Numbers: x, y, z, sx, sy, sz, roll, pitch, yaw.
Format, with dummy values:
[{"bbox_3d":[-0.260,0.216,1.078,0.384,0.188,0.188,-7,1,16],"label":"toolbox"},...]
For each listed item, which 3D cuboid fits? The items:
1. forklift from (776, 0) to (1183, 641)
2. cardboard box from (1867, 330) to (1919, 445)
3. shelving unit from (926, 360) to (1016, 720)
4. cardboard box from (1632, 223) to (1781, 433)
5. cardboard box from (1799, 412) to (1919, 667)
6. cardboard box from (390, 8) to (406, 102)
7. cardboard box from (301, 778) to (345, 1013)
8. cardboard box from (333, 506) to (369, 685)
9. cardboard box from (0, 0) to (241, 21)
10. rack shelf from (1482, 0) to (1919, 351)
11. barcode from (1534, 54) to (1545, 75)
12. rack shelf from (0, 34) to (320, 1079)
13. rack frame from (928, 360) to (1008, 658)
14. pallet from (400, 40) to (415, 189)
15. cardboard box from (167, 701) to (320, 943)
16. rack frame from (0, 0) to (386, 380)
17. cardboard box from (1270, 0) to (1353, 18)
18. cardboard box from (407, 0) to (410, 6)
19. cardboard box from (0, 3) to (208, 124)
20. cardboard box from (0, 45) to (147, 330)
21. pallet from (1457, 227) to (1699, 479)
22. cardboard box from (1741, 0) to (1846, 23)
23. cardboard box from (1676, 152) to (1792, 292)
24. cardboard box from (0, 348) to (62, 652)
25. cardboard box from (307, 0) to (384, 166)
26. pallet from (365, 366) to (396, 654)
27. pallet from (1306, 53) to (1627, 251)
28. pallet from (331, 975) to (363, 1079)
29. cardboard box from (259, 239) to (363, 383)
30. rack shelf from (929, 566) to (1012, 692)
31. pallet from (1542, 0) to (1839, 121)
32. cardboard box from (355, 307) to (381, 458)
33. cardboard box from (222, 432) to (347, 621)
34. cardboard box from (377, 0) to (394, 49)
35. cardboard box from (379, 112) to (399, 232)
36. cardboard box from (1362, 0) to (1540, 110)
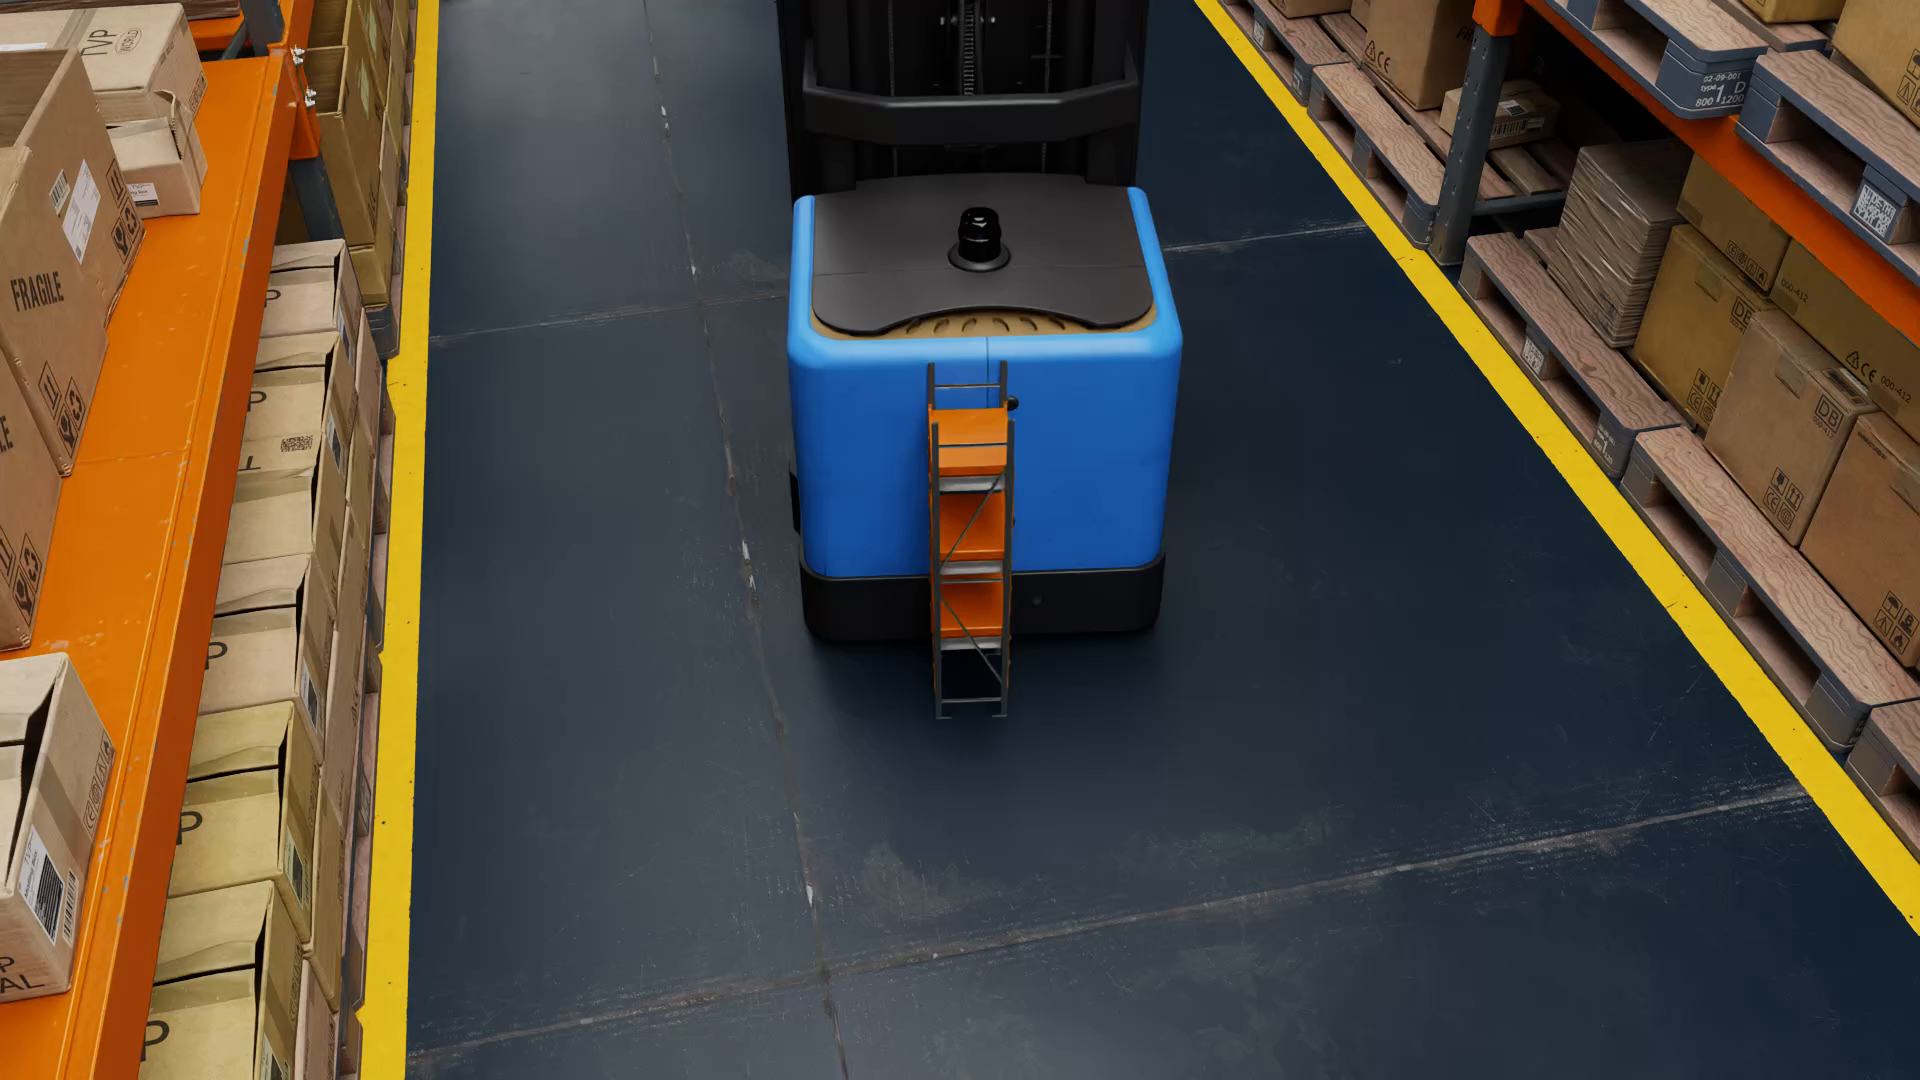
[{"bbox_3d":[-0.004,-1.768,5.034,1.130,2.935,3.031,-2,42,-2],"label":"forklift"},{"bbox_3d":[2.811,-0.372,4.396,0.500,0.250,0.500,-9,42,-9],"label":"cardboard box"},{"bbox_3d":[0.025,0.028,4.428,0.215,1.050,0.252,-2,42,-2],"label":"shelving unit"},{"bbox_3d":[2.667,-0.711,5.343,0.700,0.500,0.500,-9,42,-10],"label":"cardboard box"},{"bbox_3d":[2.856,-0.049,4.597,0.700,0.500,0.500,-9,42,-10],"label":"cardboard box"},{"bbox_3d":[-2.628,-2.017,7.018,0.500,0.250,0.500,-8,42,-9],"label":"cardboard box"},{"bbox_3d":[-1.695,0.849,3.789,0.500,0.250,0.500,-9,42,-10],"label":"cardboard box"},{"bbox_3d":[-1.914,0.187,4.535,0.500,0.250,0.500,-7,42,-8],"label":"cardboard box"},{"bbox_3d":[-2.607,-1.896,5.051,0.700,0.500,0.500,-9,42,-10],"label":"cardboard box"},{"bbox_3d":[2.763,-0.718,4.342,1.077,0.370,4.000,-8,42,-9],"label":"rack shelf"},{"bbox_3d":[2.441,-2.003,7.009,0.001,0.075,0.075,-8,42,-9],"label":"barcode"},{"bbox_3d":[-2.073,-0.006,3.539,1.077,0.370,4.000,-8,42,-9],"label":"rack shelf"},{"bbox_3d":[0.019,-0.053,4.519,0.200,1.050,0.008,-2,42,-2],"label":"rack frame"},{"bbox_3d":[-2.902,-1.843,7.167,1.003,0.211,1.213,-8,42,-9],"label":"pallet"},{"bbox_3d":[-1.697,0.631,3.612,0.500,0.311,0.500,-9,42,-10],"label":"cardboard box"},{"bbox_3d":[-2.505,-1.572,4.761,1.000,3.000,0.127,-8,42,-9],"label":"rack frame"},{"bbox_3d":[1.762,-2.793,7.688,0.700,0.500,0.500,-11,43,-12],"label":"cardboard box"},{"bbox_3d":[-2.844,-2.666,7.748,0.500,0.250,0.500,-8,42,-9],"label":"cardboard box"},{"bbox_3d":[-2.356,-1.203,4.458,0.500,0.250,0.500,-6,42,-7],"label":"cardboard box"},{"bbox_3d":[-2.241,-0.767,3.780,0.500,0.500,0.500,-6,42,-6],"label":"cardboard box"},{"bbox_3d":[2.501,-0.737,5.921,1.003,0.211,1.213,-8,42,-9],"label":"pallet"},{"bbox_3d":[2.522,-1.788,4.598,0.700,0.500,0.500,-4,42,-5],"label":"cardboard box"},{"bbox_3d":[2.605,-1.034,5.142,0.500,0.250,0.500,-9,42,-10],"label":"cardboard box"},{"bbox_3d":[-2.019,-0.102,3.030,0.500,0.500,0.500,-10,43,-12],"label":"cardboard box"},{"bbox_3d":[-2.415,-1.649,6.038,0.500,0.500,0.500,-8,42,-9],"label":"cardboard box"},{"bbox_3d":[-2.307,-0.057,5.155,1.003,0.211,1.213,-8,42,-9],"label":"pallet"},{"bbox_3d":[2.152,-1.671,6.974,1.003,0.211,1.213,-8,42,-9],"label":"pallet"},{"bbox_3d":[-1.781,1.525,3.373,1.003,0.211,1.213,-8,42,-9],"label":"pallet"},{"bbox_3d":[-2.137,-0.689,5.099,0.500,0.311,0.500,-8,42,-9],"label":"cardboard box"},{"bbox_3d":[0.025,0.244,4.619,0.215,0.259,0.240,-2,42,-2],"label":"rack shelf"},{"bbox_3d":[2.354,-1.696,5.045,1.003,0.211,1.213,-8,42,-9],"label":"pallet"},{"bbox_3d":[-2.132,-0.473,5.278,0.500,0.250,0.500,-9,42,-10],"label":"cardboard box"},{"bbox_3d":[-1.913,-0.029,4.355,0.500,0.311,0.500,-8,42,-9],"label":"cardboard box"},{"bbox_3d":[-2.625,-2.298,6.770,0.500,0.500,0.500,-8,42,-9],"label":"cardboard box"},{"bbox_3d":[-2.412,-1.369,6.288,0.500,0.250,0.500,-8,42,-9],"label":"cardboard box"},{"bbox_3d":[2.068,-2.181,6.999,0.500,0.500,0.500,-11,43,-12],"label":"cardboard box"}]
